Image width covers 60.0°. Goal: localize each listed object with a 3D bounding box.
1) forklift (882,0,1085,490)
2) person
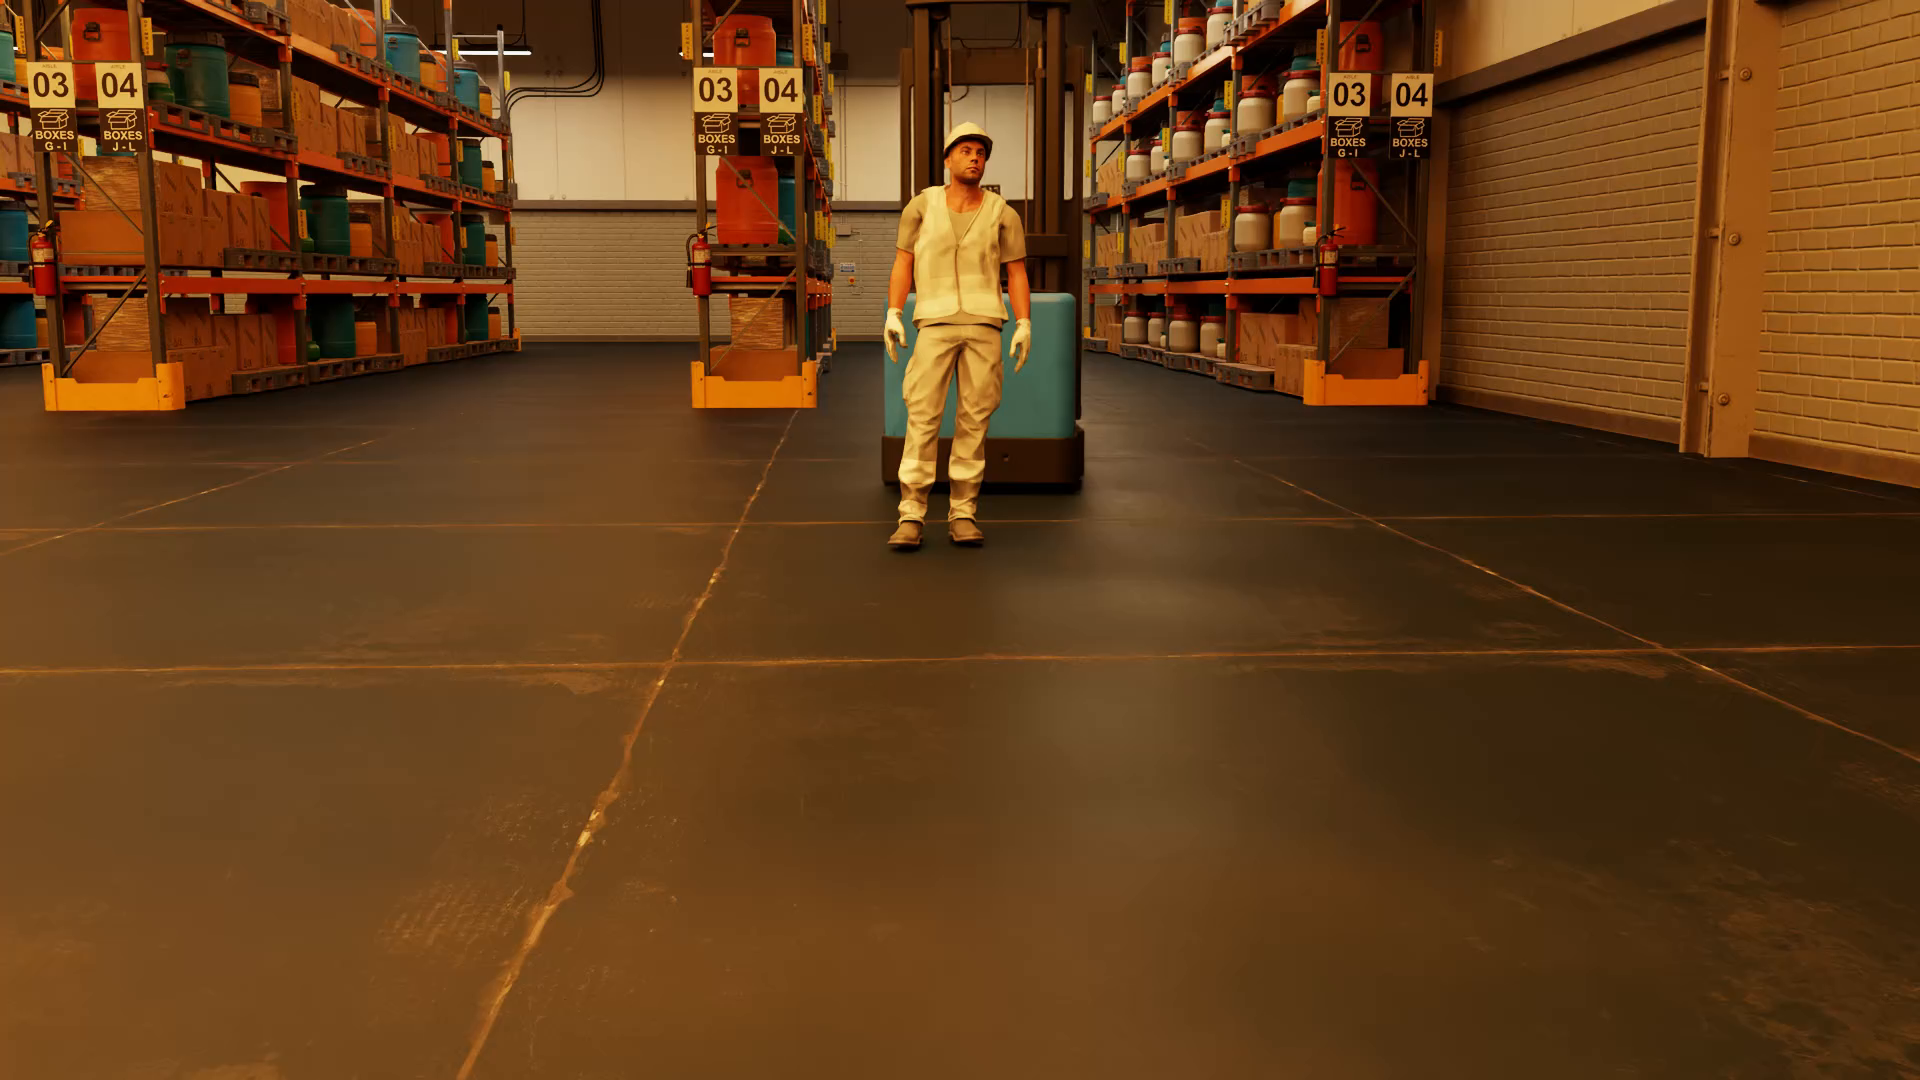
[{"bbox_3d":[0.209,-1.906,10.170,1.130,2.935,3.031,1,8,4],"label":"forklift"},{"bbox_3d":[-0.006,-0.880,7.097,0.638,1.789,0.562,-1,8,-4],"label":"person"}]
